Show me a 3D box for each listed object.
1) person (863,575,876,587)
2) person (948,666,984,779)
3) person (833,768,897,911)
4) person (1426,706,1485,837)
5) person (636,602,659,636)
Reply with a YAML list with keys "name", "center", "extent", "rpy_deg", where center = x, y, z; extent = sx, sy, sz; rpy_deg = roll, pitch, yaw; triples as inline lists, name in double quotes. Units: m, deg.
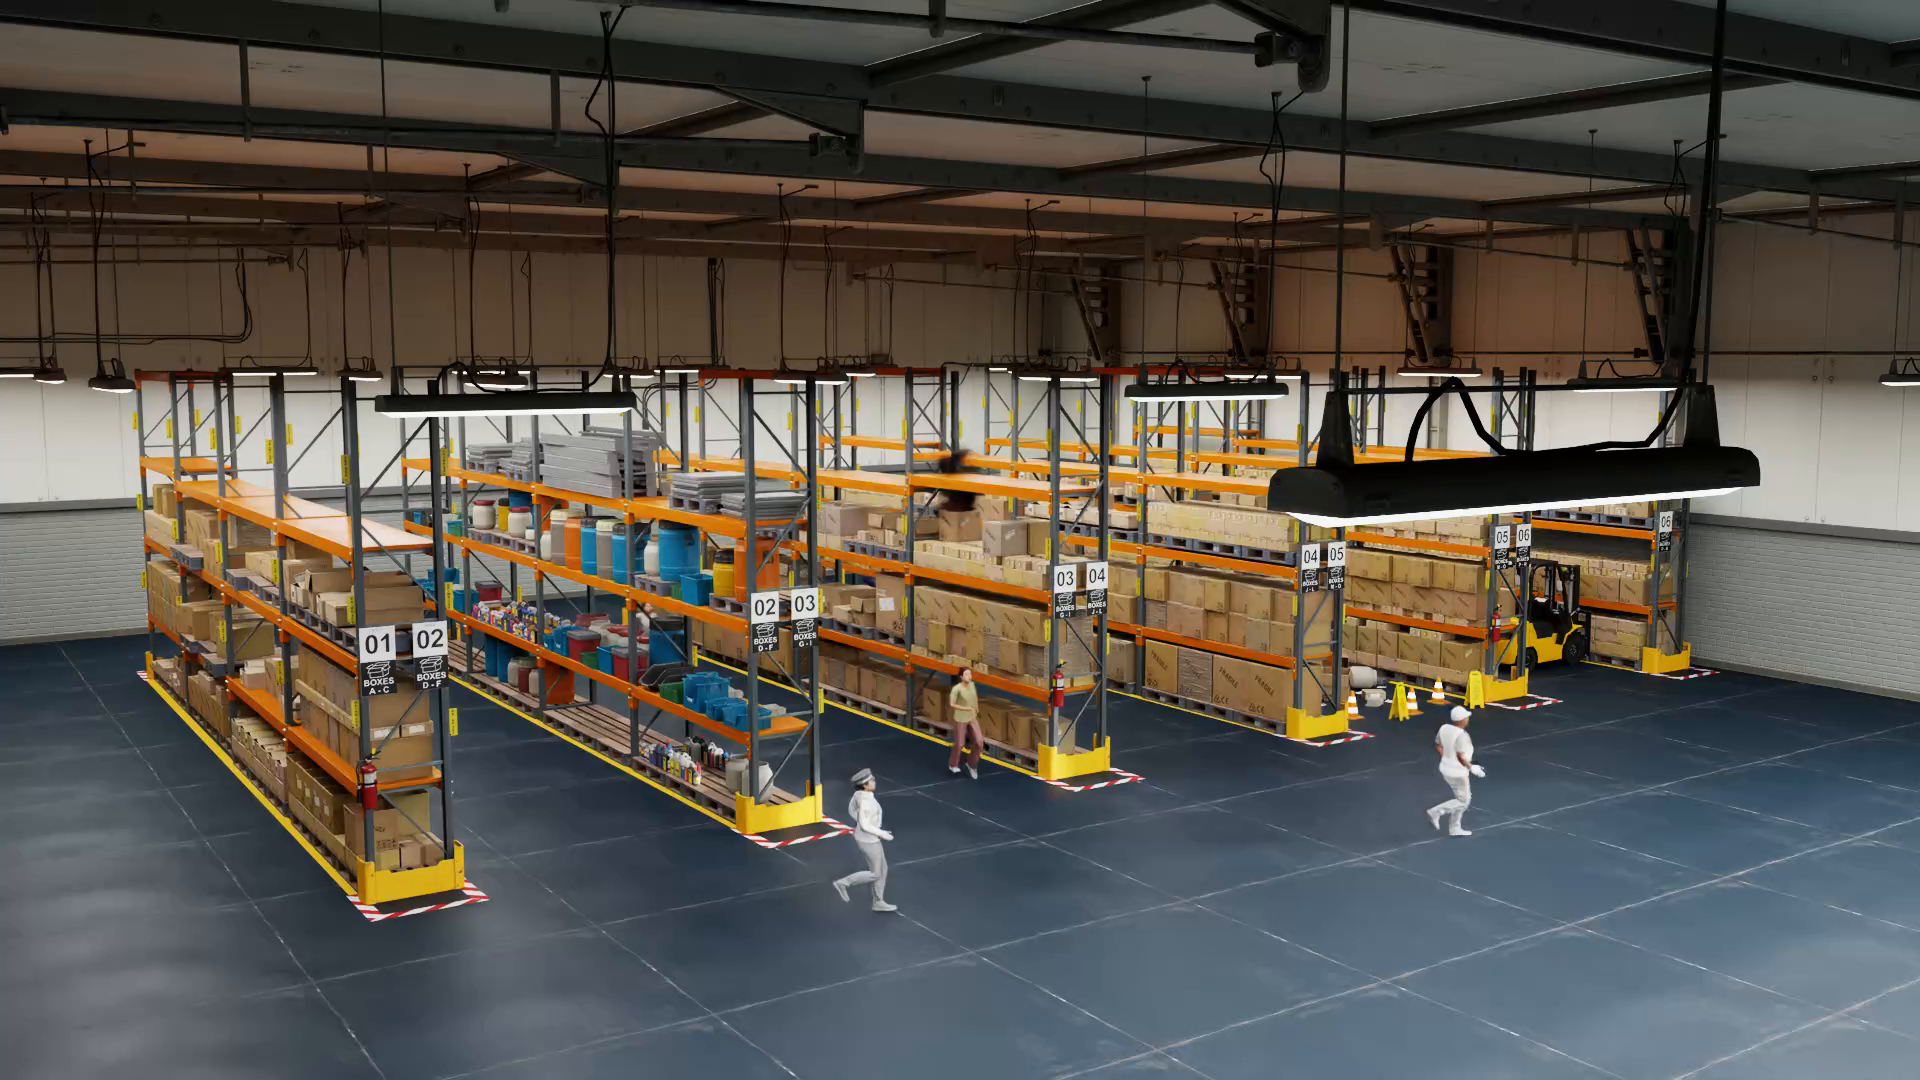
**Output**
- name: "person"
  center: [-2.345, 0.692, 42.849]
  extent: [0.605, 1.615, 0.582]
  rpy_deg: [-4, 8, -33]
- name: "person"
  center: [0.085, 2.716, 24.780]
  extent: [0.601, 1.705, 0.690]
  rpy_deg: [-4, 8, -34]
- name: "person"
  center: [-1.083, 3.392, 18.801]
  extent: [0.729, 1.667, 0.615]
  rpy_deg: [-1, 7, -11]
- name: "person"
  center: [6.386, 3.029, 21.699]
  extent: [0.695, 1.733, 0.669]
  rpy_deg: [-1, 7, -10]
- name: "person"
  center: [-5.960, 1.959, 31.553]
  extent: [0.547, 1.688, 0.762]
  rpy_deg: [-5, 8, -37]
